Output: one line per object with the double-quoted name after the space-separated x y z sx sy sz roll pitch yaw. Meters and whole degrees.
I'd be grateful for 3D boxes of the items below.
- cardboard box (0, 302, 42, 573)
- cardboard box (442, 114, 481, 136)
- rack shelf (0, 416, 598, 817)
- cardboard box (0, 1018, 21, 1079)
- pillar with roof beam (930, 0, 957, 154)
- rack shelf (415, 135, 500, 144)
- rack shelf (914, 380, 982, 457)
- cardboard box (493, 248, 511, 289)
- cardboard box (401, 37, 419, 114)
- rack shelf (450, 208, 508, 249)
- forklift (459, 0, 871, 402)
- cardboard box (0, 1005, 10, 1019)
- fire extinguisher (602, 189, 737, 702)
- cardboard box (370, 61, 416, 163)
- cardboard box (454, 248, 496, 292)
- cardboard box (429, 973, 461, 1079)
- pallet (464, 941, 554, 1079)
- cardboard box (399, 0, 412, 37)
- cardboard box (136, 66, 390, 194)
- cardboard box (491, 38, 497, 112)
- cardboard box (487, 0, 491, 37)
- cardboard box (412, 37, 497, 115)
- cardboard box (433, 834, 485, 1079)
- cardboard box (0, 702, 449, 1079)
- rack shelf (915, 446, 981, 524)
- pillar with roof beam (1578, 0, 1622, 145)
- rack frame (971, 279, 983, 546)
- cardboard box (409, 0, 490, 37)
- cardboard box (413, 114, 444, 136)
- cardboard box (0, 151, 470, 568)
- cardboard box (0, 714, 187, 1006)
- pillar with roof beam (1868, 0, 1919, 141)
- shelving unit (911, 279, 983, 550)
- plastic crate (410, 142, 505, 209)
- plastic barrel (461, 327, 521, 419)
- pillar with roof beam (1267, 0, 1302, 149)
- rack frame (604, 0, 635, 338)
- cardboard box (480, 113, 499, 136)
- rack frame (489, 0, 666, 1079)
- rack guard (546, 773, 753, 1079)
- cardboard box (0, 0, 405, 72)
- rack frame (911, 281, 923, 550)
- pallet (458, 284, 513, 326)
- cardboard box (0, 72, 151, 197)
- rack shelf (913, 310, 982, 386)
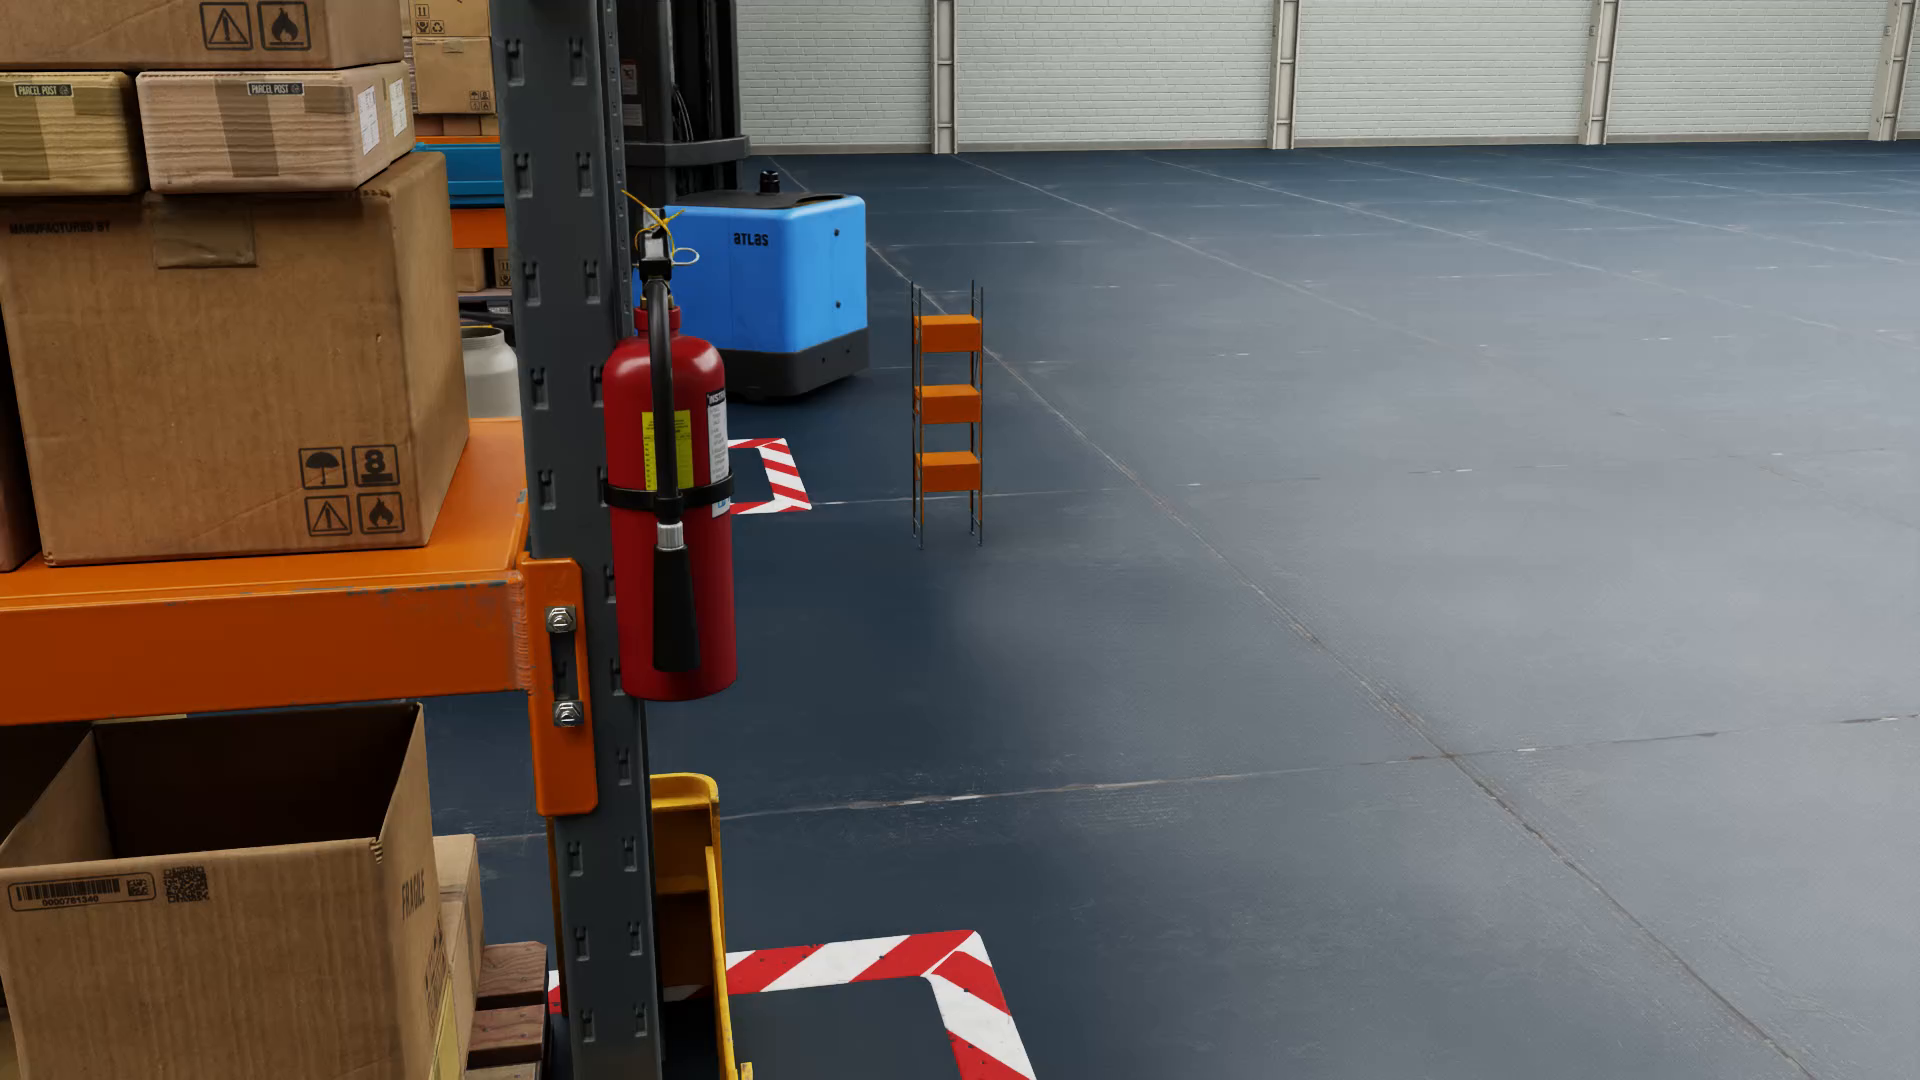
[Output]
-1.577 -0.283 2.455 0.500 0.500 0.700 -3 17 -9 "cardboard box"
-3.448 -2.897 11.562 0.250 0.149 0.380 -3 17 -10 "cardboard box"
-2.566 0.167 2.385 4.000 0.370 1.077 -3 17 -10 "rack shelf"
-1.561 0.972 2.507 0.500 0.250 0.500 -3 17 -10 "cardboard box"
0.550 -9.614 22.786 0.400 9.000 9.100 -3 17 -10 "pillar with roof beam"
-4.441 -2.689 11.683 4.000 0.370 1.077 -3 17 -10 "rack shelf"
-0.053 -0.489 6.651 0.240 0.259 0.215 -3 17 -10 "rack shelf"
-3.094 -2.120 12.148 0.500 0.500 0.500 0 17 0 "cardboard box"
-3.990 -3.234 11.554 0.500 0.500 0.875 -3 17 -10 "cardboard box"
-3.502 -1.261 7.034 4.000 0.370 1.077 -3 17 -10 "rack shelf"
-2.101 -2.427 9.721 3.031 2.935 1.130 7 18 22 "forklift"
-1.661 0.820 3.001 0.500 0.250 0.500 -3 17 -10 "cardboard box"
-0.398 -0.124 2.239 0.183 0.674 0.296 -3 17 -10 "fire extinguisher"
-1.028 -0.686 2.663 0.250 0.149 0.380 -3 17 -11 "cardboard box"
-3.674 -2.077 12.007 0.500 0.500 0.500 1 17 4 "cardboard box"
-1.072 0.940 2.609 0.500 0.250 0.500 -3 17 -10 "cardboard box"
-1.345 1.099 2.873 1.213 0.211 1.003 -3 17 -10 "pallet"
-3.952 -3.654 11.219 0.500 0.500 0.500 -3 17 -10 "cardboard box"
-0.941 -0.570 2.284 0.250 0.149 0.380 -4 17 -11 "cardboard box"
-3.023 -3.312 11.808 0.500 0.500 0.875 -3 17 -10 "cardboard box"
-2.971 -3.710 11.403 0.500 0.500 0.500 -3 17 -10 "cardboard box"
-3.491 -3.249 11.605 0.500 0.500 0.875 -3 17 -10 "cardboard box"
-1.171 0.791 3.095 0.500 0.250 0.500 -3 17 -10 "cardboard box"
-1.072 0.582 2.497 0.500 0.500 0.500 -3 17 -10 "cardboard box"
-0.053 -0.223 6.733 0.240 0.259 0.215 -3 17 -10 "rack shelf"
12.332 -10.282 24.962 0.400 9.000 9.100 -3 17 -10 "pillar with roof beam"
0.067 -0.506 6.670 0.008 1.050 0.200 -3 17 -10 "rack frame"
-3.460 -3.681 11.307 0.500 0.500 0.500 -3 17 -10 "cardboard box"
-3.701 -2.895 11.556 0.250 0.149 0.380 -3 17 -10 "cardboard box"
-1.063 -0.314 2.554 0.500 0.500 0.700 -3 17 -10 "cardboard box"
-1.661 0.461 2.893 0.500 0.500 0.500 -3 17 -10 "cardboard box"
18.224 -10.616 26.050 0.400 9.000 9.100 -3 17 -10 "pillar with roof beam"
-0.053 -0.499 6.648 0.252 1.050 0.215 -3 17 -10 "shelving unit"
-1.973 -1.531 6.942 0.616 0.251 0.499 -3 17 -10 "plastic crate"
-2.170 -0.669 7.404 0.421 0.512 0.421 0 17 0 "plastic barrel"
6.441 -9.948 23.874 0.400 9.000 9.100 -3 17 -10 "pillar with roof beam"
-1.538 -1.716 7.291 0.127 3.000 1.000 -3 17 -10 "rack frame"
-3.199 -2.906 11.593 0.250 0.149 0.380 -3 17 -10 "cardboard box"
-0.602 -0.288 2.642 0.127 3.000 1.000 -3 17 -10 "rack frame"
-0.578 0.905 3.013 0.348 0.500 1.175 -3 17 -10 "rack guard"
-1.115 -0.931 2.354 0.500 0.500 0.700 -3 17 -10 "cardboard box"
-0.172 -0.492 6.626 0.008 1.050 0.200 -3 17 -10 "rack frame"
-3.356 -1.772 12.222 1.213 0.211 1.003 -3 17 -10 "pallet"
-1.198 -0.555 2.235 0.250 0.149 0.380 -3 17 -9 "cardboard box"
-0.053 -0.760 6.568 0.240 0.259 0.215 -3 17 -10 "rack shelf"
